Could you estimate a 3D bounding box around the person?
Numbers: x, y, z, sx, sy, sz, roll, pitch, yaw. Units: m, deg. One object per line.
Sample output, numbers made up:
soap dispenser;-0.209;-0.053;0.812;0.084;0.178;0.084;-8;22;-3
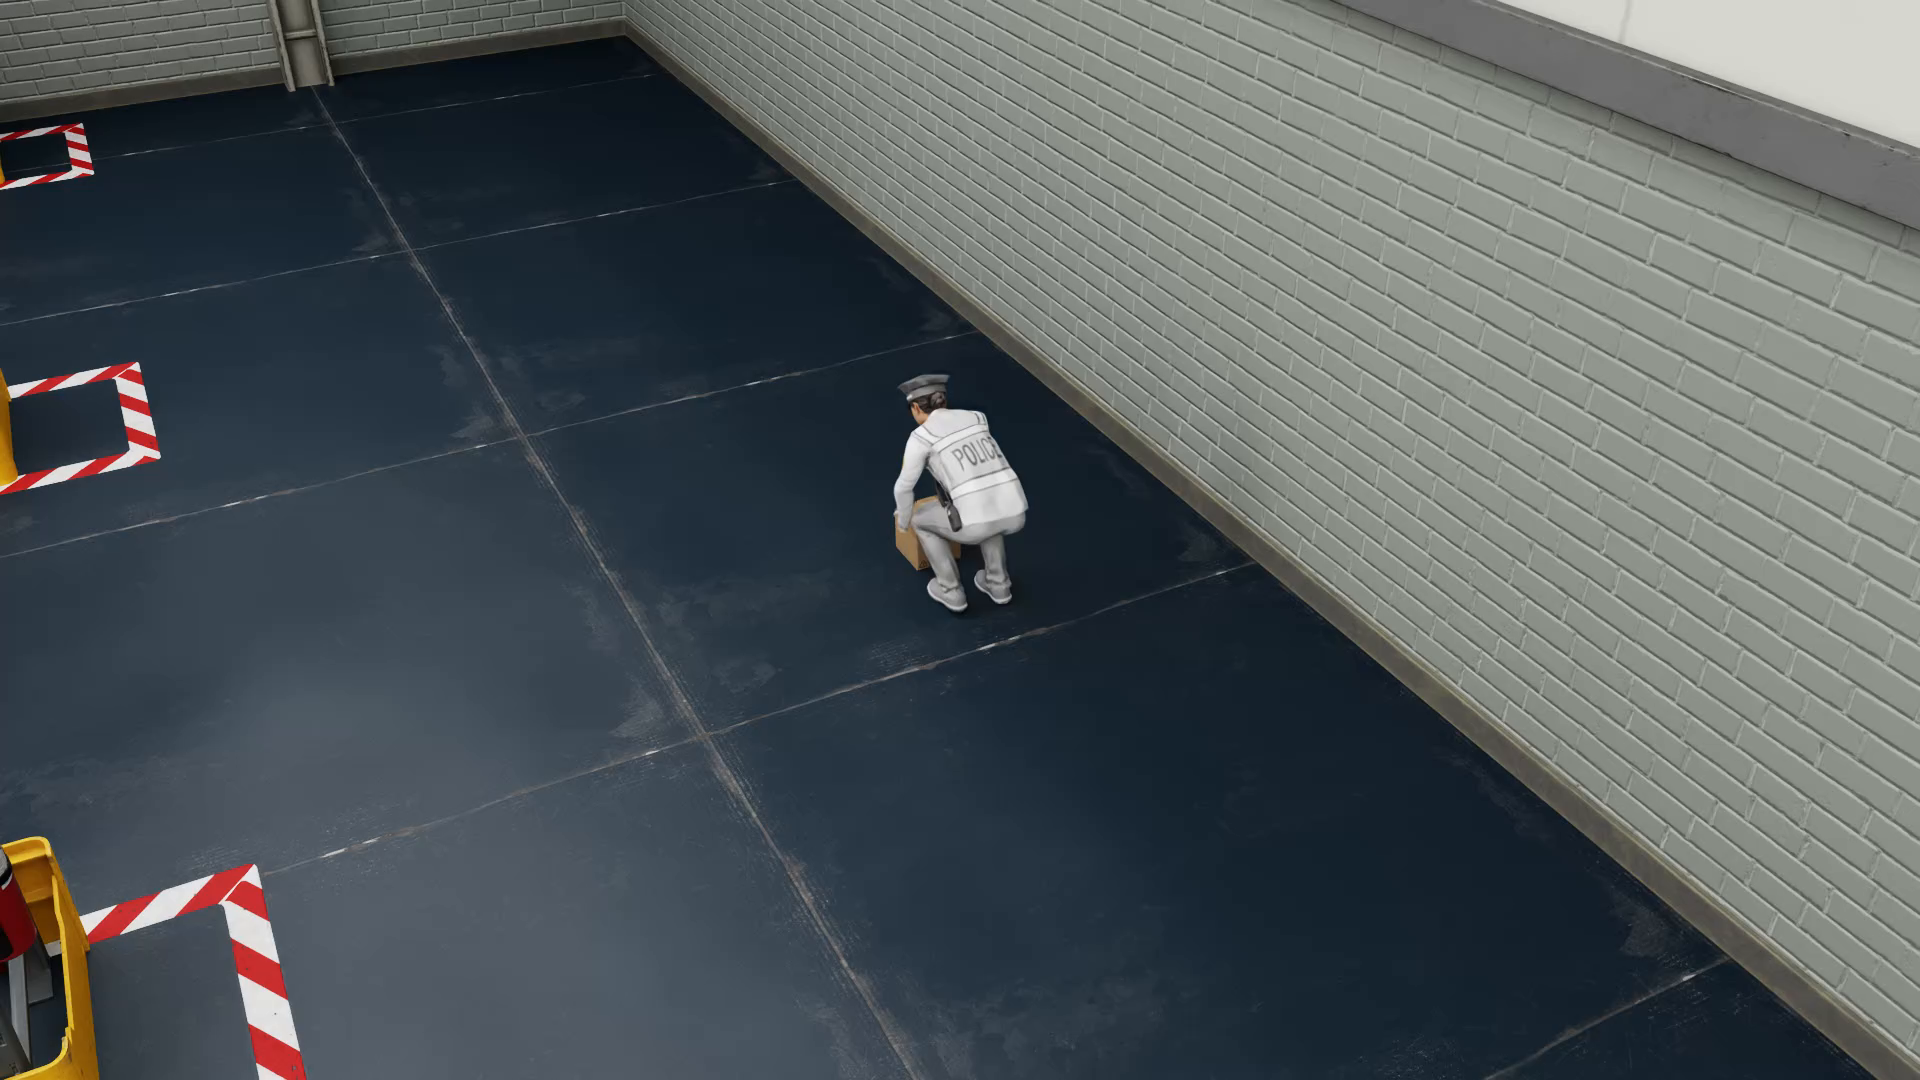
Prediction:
person;-0.023;-0.212;7.982;0.510;1.101;0.819;-16;37;-23
